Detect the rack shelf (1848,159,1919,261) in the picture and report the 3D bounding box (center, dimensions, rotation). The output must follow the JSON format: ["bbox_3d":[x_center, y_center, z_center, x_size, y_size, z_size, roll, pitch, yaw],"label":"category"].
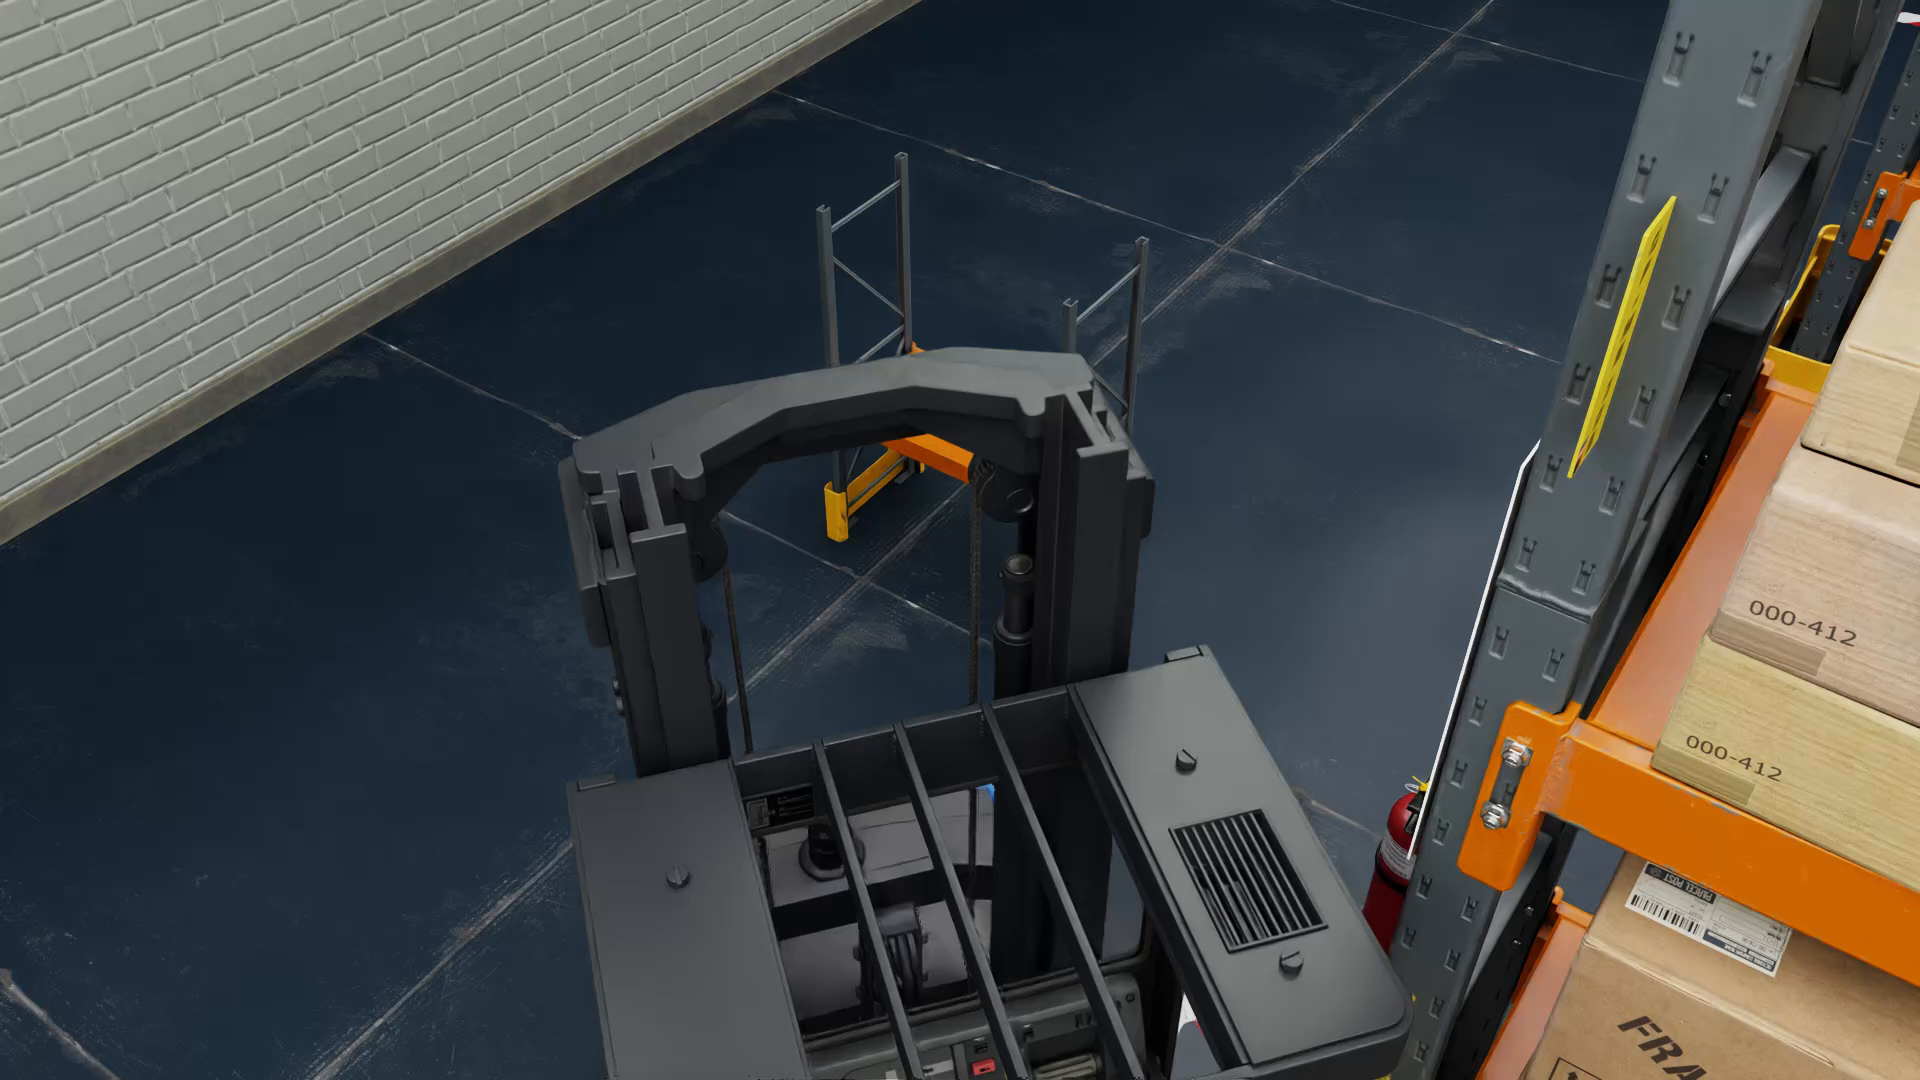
[{"bbox_3d":[5.439,-0.778,5.910,4.000,0.370,1.077,25,48,25],"label":"rack shelf"}]

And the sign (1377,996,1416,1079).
[{"bbox_3d":[0.730,0.903,2.843,0.005,0.325,0.100,25,48,25],"label":"sign"}]

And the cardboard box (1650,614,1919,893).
[{"bbox_3d":[1.263,0.178,2.164,0.500,0.250,0.500,27,48,27],"label":"cardboard box"}]

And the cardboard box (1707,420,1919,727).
[{"bbox_3d":[1.260,-0.006,1.995,0.500,0.250,0.500,26,48,26],"label":"cardboard box"}]

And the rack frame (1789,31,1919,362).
[{"bbox_3d":[3.801,-1.812,6.526,0.127,3.000,1.000,25,48,25],"label":"rack frame"}]

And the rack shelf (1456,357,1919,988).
[{"bbox_3d":[2.679,0.845,1.846,4.000,0.370,1.077,25,48,25],"label":"rack shelf"}]

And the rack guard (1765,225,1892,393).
[{"bbox_3d":[3.782,-0.890,7.370,0.348,0.500,1.175,25,48,25],"label":"rack guard"}]

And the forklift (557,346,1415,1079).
[{"bbox_3d":[-0.011,1.237,3.169,1.130,2.935,3.031,-11,43,-12],"label":"forklift"}]

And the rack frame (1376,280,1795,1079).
[{"bbox_3d":[1.042,0.929,3.462,0.127,3.000,1.000,25,48,25],"label":"rack frame"}]

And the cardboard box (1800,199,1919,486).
[{"bbox_3d":[1.176,-0.220,1.935,0.250,0.149,0.380,25,47,25],"label":"cardboard box"}]

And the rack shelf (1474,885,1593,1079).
[{"bbox_3d":[2.679,1.963,2.847,4.000,0.370,1.077,25,48,25],"label":"rack shelf"}]

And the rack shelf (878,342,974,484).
[{"bbox_3d":[0.070,-0.392,6.333,1.000,0.185,0.538,25,48,25],"label":"rack shelf"}]

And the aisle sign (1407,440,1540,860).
[{"bbox_3d":[0.810,0.096,2.444,0.004,0.787,0.394,25,48,25],"label":"aisle sign"}]

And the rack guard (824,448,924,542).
[{"bbox_3d":[-0.345,-0.255,6.847,0.087,0.250,0.587,25,48,25],"label":"rack guard"}]

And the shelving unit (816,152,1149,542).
[{"bbox_3d":[0.062,-0.530,6.217,1.083,1.500,0.587,25,48,25],"label":"shelving unit"}]

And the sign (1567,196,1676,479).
[{"bbox_3d":[0.730,-0.218,1.840,0.005,0.325,0.100,25,48,25],"label":"sign"}]

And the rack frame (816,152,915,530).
[{"bbox_3d":[-0.346,-0.721,6.431,0.032,1.500,0.500,25,48,25],"label":"rack frame"}]

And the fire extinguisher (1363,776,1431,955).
[{"bbox_3d":[1.101,0.748,4.002,0.183,0.674,0.296,25,48,25],"label":"fire extinguisher"}]

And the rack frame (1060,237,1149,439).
[{"bbox_3d":[0.486,-0.332,5.996,0.032,1.500,0.500,25,48,25],"label":"rack frame"}]

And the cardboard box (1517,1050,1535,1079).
[{"bbox_3d":[1.251,1.103,2.969,0.500,0.500,0.500,27,49,27],"label":"cardboard box"}]

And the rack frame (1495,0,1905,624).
[{"bbox_3d":[1.042,-1.307,1.462,0.127,3.000,1.000,25,48,25],"label":"rack frame"}]

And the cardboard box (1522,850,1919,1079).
[{"bbox_3d":[1.257,0.725,2.642,0.500,0.500,0.500,25,47,25],"label":"cardboard box"}]
